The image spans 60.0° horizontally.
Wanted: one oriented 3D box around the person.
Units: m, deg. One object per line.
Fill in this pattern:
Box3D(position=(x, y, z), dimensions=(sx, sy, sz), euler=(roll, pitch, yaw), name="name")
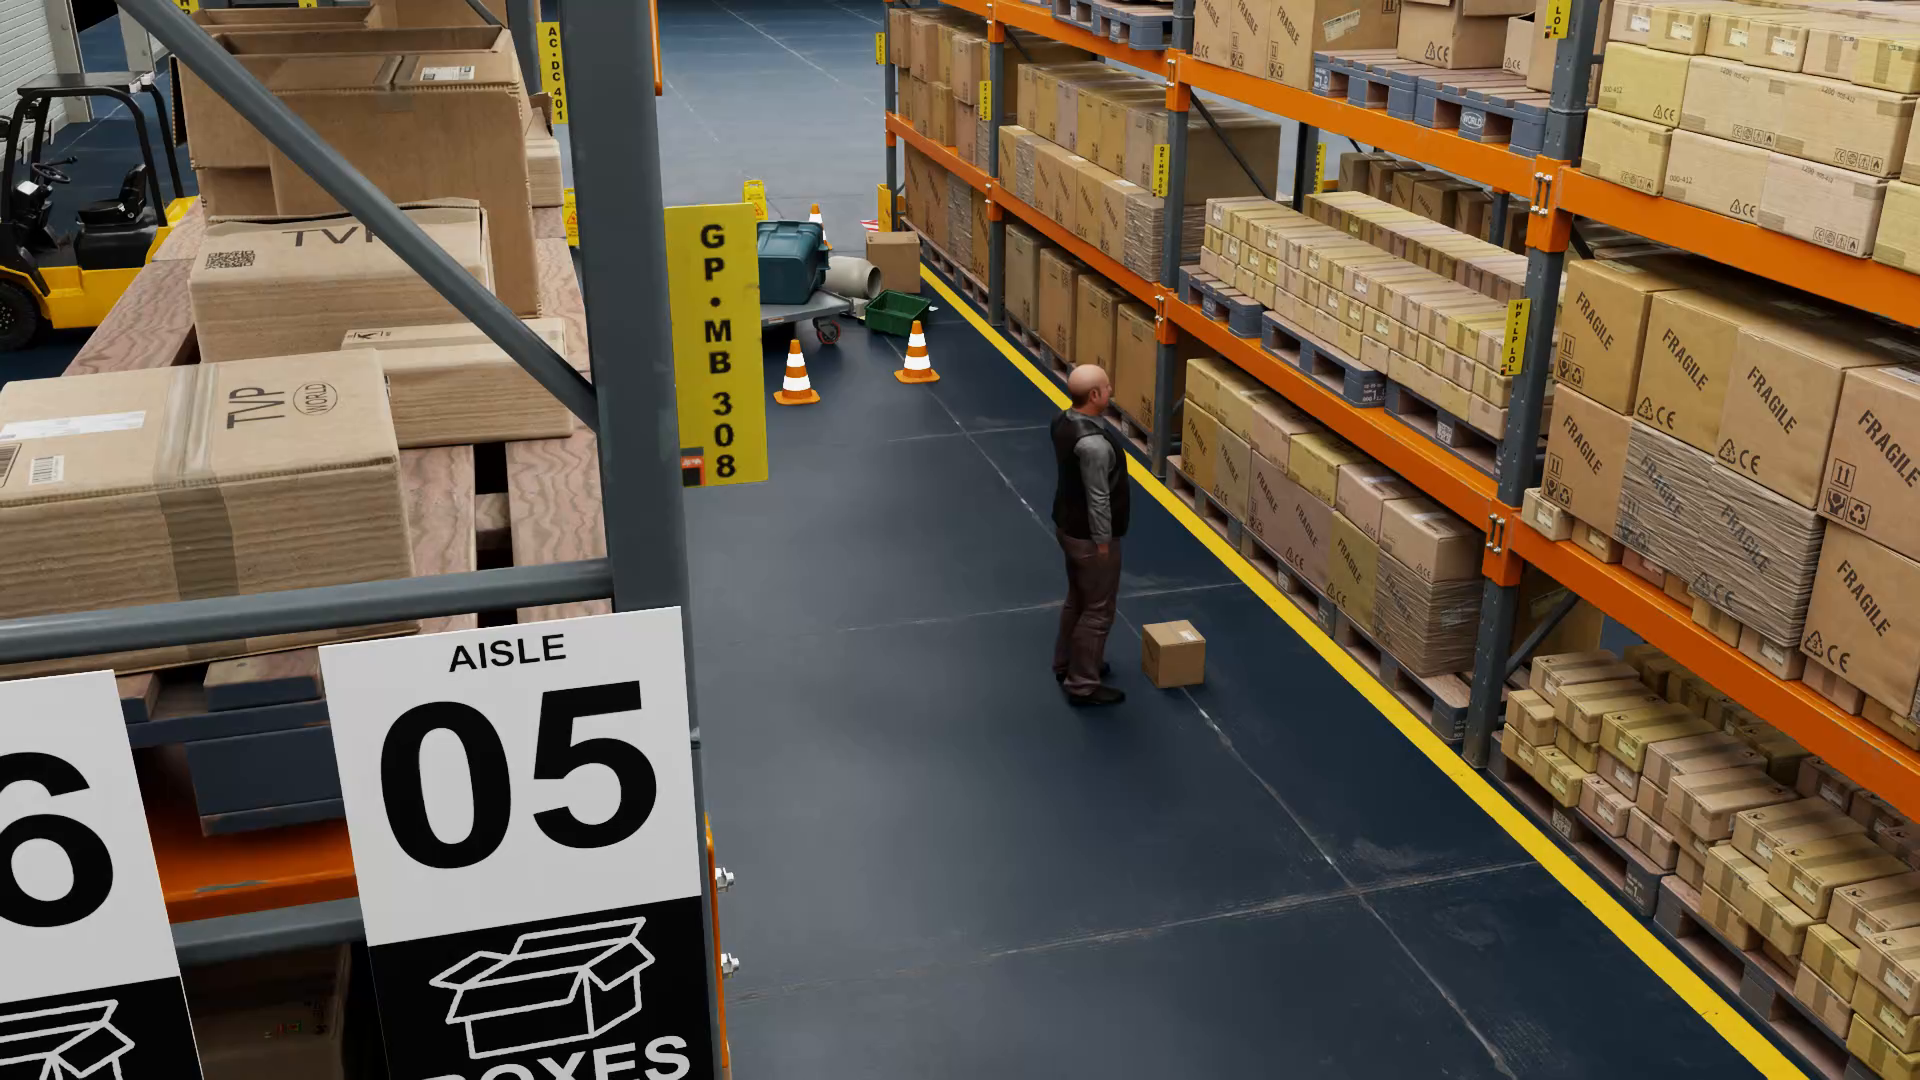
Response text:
Box3D(position=(0.641, -0.034, 8.230), dimensions=(0.359, 1.731, 0.533), euler=(-6, 23, -13), name="person")
